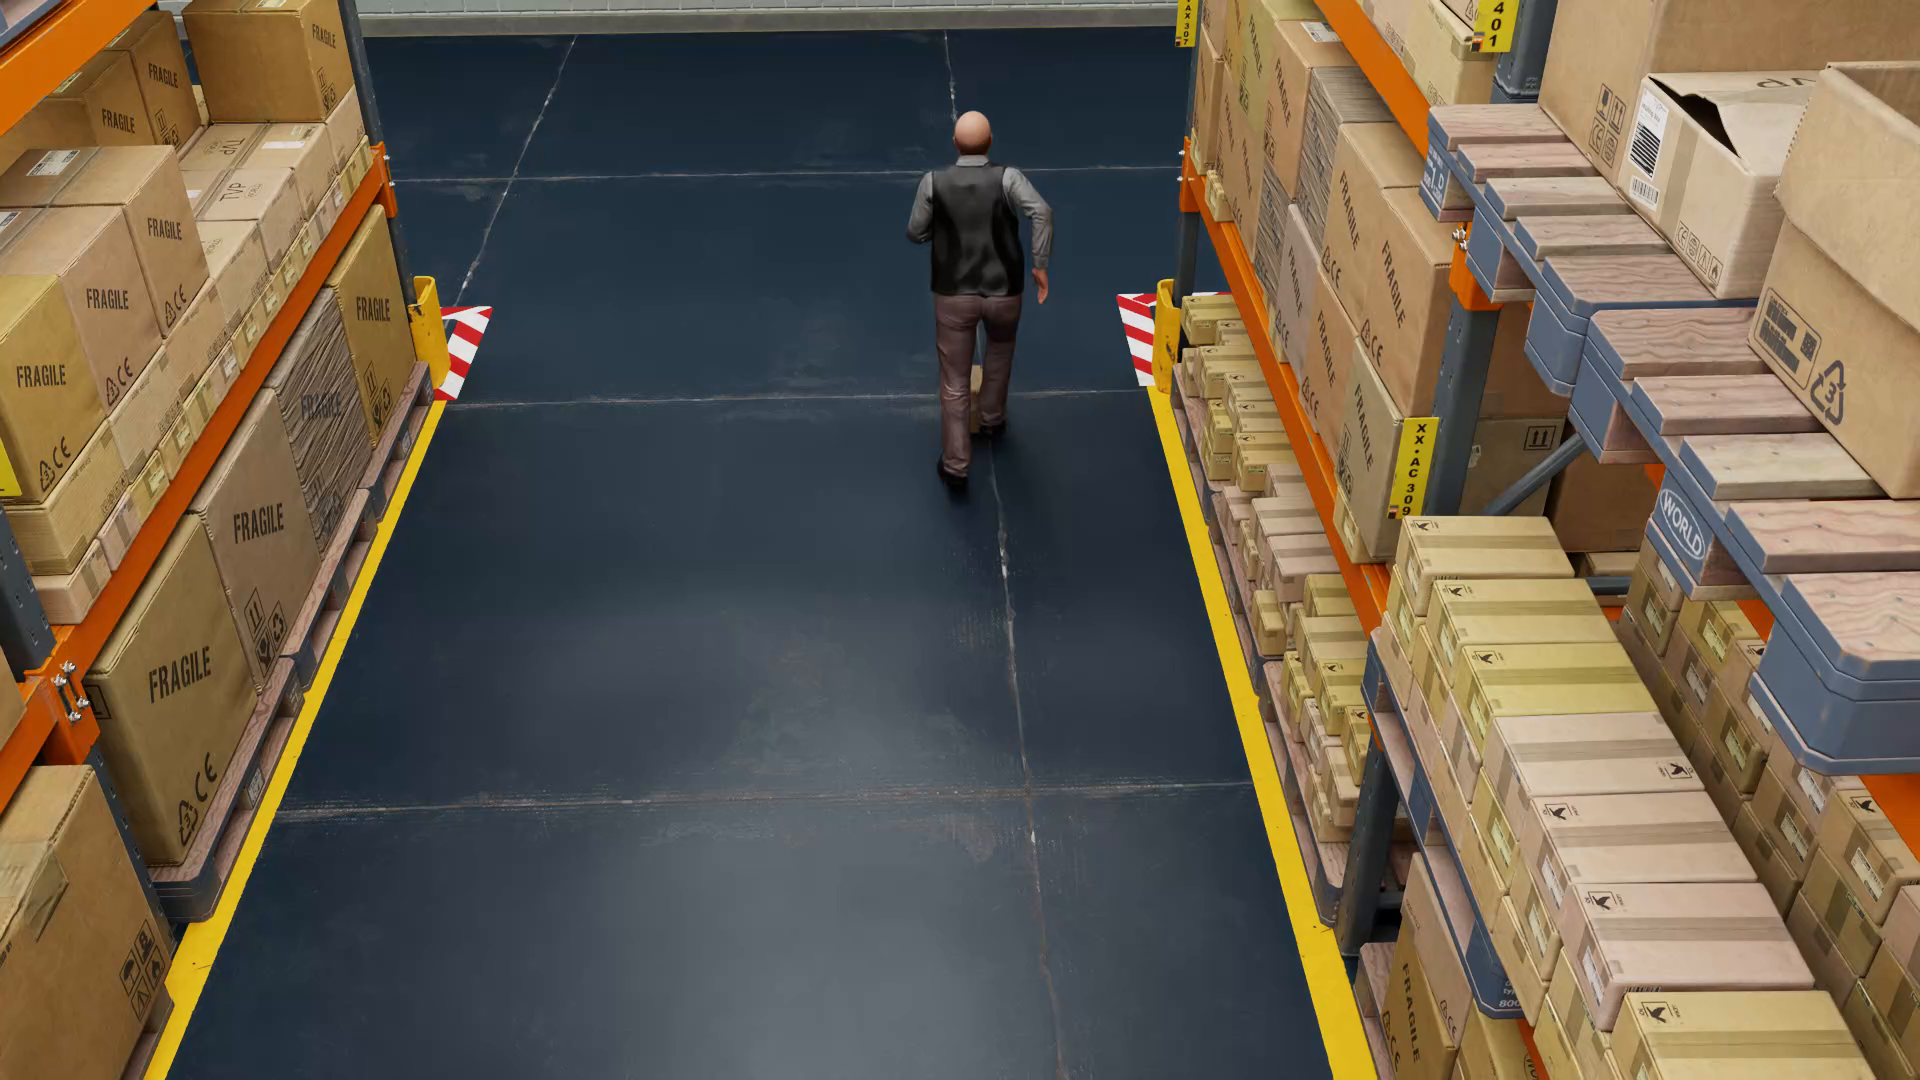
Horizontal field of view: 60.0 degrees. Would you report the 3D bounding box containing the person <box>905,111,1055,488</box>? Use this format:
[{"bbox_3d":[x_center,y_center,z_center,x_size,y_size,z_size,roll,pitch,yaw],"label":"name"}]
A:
[{"bbox_3d":[0.086,-1.150,7.860,0.649,1.649,0.965,-4,35,-6],"label":"person"}]
